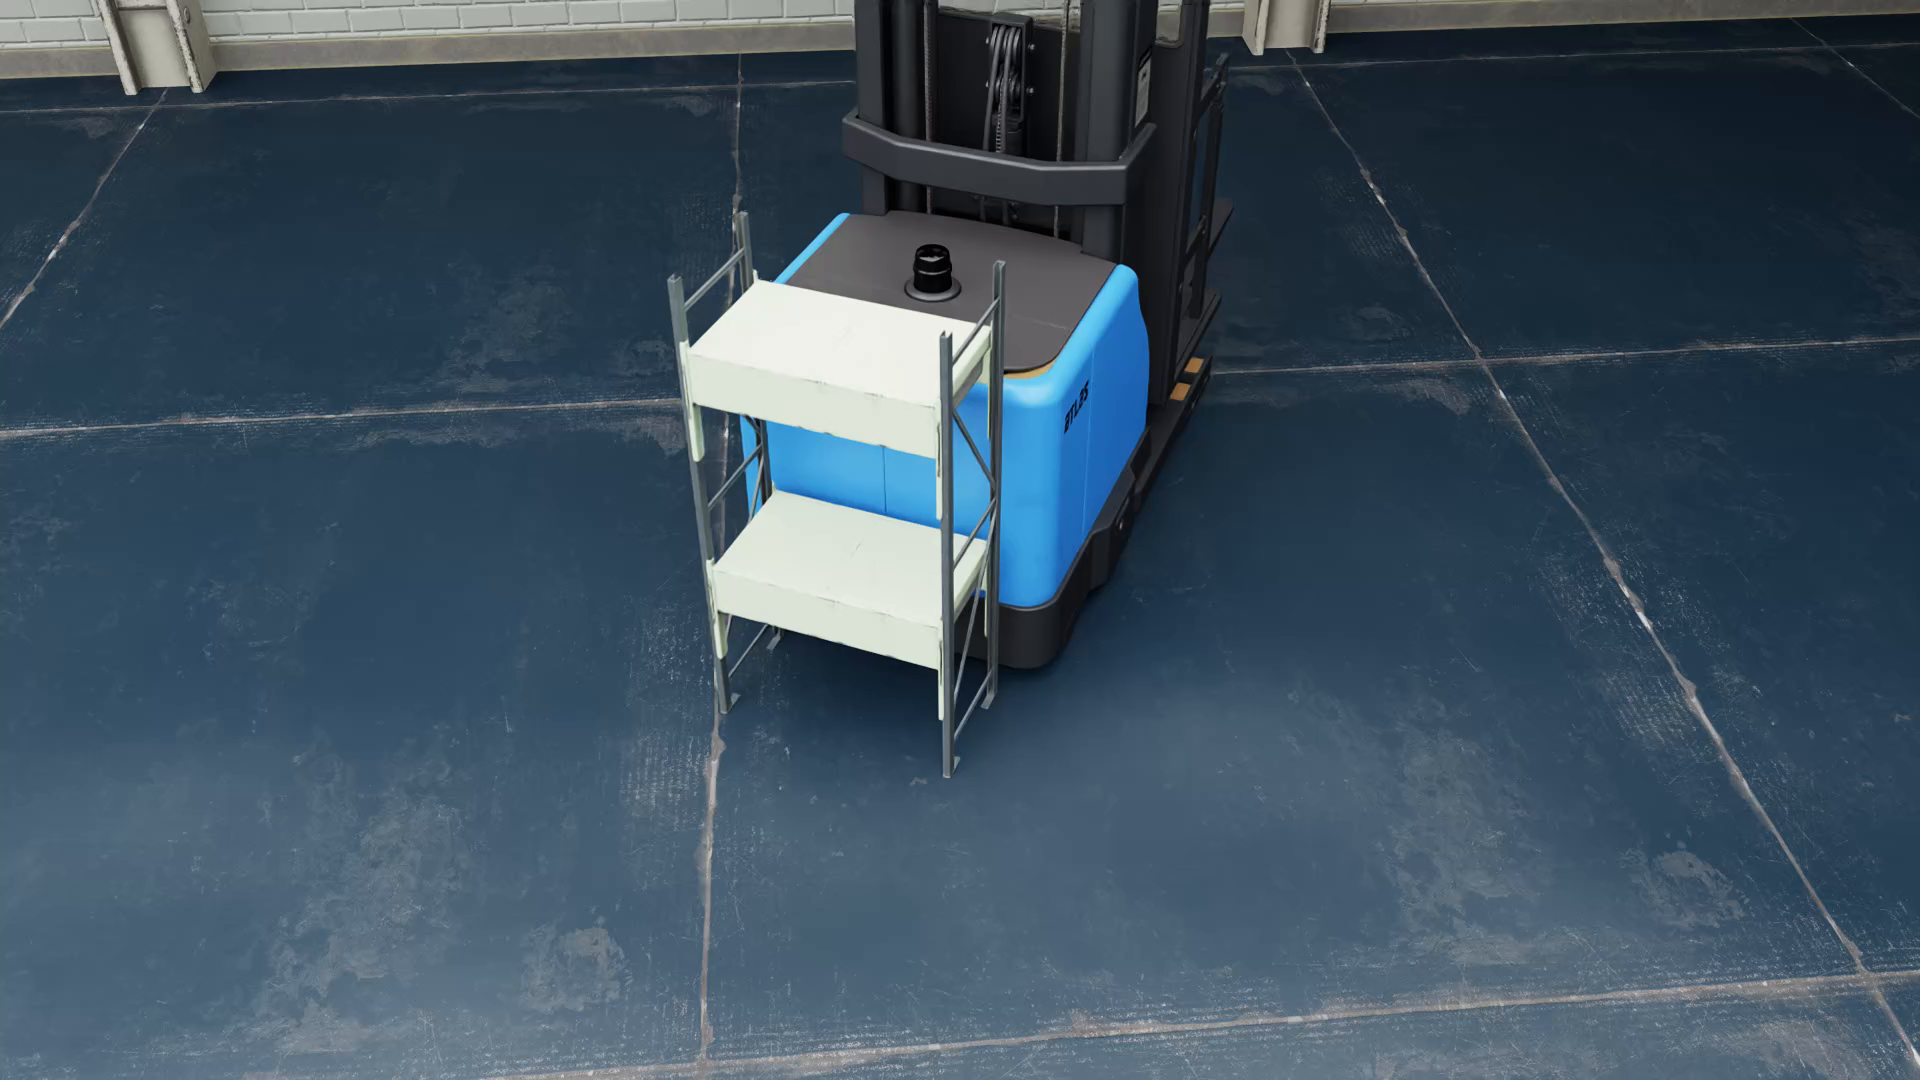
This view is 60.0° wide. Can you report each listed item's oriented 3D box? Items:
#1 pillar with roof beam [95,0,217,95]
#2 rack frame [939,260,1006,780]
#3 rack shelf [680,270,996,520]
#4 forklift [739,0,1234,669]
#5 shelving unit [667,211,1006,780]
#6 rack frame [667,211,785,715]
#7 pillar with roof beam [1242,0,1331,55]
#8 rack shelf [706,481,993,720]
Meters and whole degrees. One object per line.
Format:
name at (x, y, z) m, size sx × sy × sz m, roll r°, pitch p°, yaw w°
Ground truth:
pillar with roof beam at (-3.803, -3.313, 2.684) m, size 0.400 × 9.000 × 9.100 m, roll -3°, pitch 38°, yaw -4°
rack frame at (0.033, -0.006, 4.547) m, size 0.023 × 1.500 × 0.400 m, roll 14°, pitch 40°, yaw 17°
rack shelf at (-0.307, -0.395, 4.410) m, size 0.720 × 0.370 × 0.431 m, roll 14°, pitch 40°, yaw 17°
forklift at (0.329, -1.668, 5.498) m, size 1.130 × 2.935 × 3.031 m, roll 14°, pitch 40°, yaw 17°
shelving unit at (-0.307, -0.089, 4.652) m, size 0.755 × 1.500 × 0.431 m, roll 14°, pitch 40°, yaw 17°
rack frame at (-0.648, -0.172, 4.757) m, size 0.023 × 1.500 × 0.400 m, roll 14°, pitch 40°, yaw 17°
pillar with roof beam at (2.174, -3.642, 3.101) m, size 0.400 × 9.000 × 9.100 m, roll -3°, pitch 38°, yaw -4°
rack shelf at (-0.307, 0.167, 4.854) m, size 0.720 × 0.370 × 0.431 m, roll 14°, pitch 40°, yaw 17°
